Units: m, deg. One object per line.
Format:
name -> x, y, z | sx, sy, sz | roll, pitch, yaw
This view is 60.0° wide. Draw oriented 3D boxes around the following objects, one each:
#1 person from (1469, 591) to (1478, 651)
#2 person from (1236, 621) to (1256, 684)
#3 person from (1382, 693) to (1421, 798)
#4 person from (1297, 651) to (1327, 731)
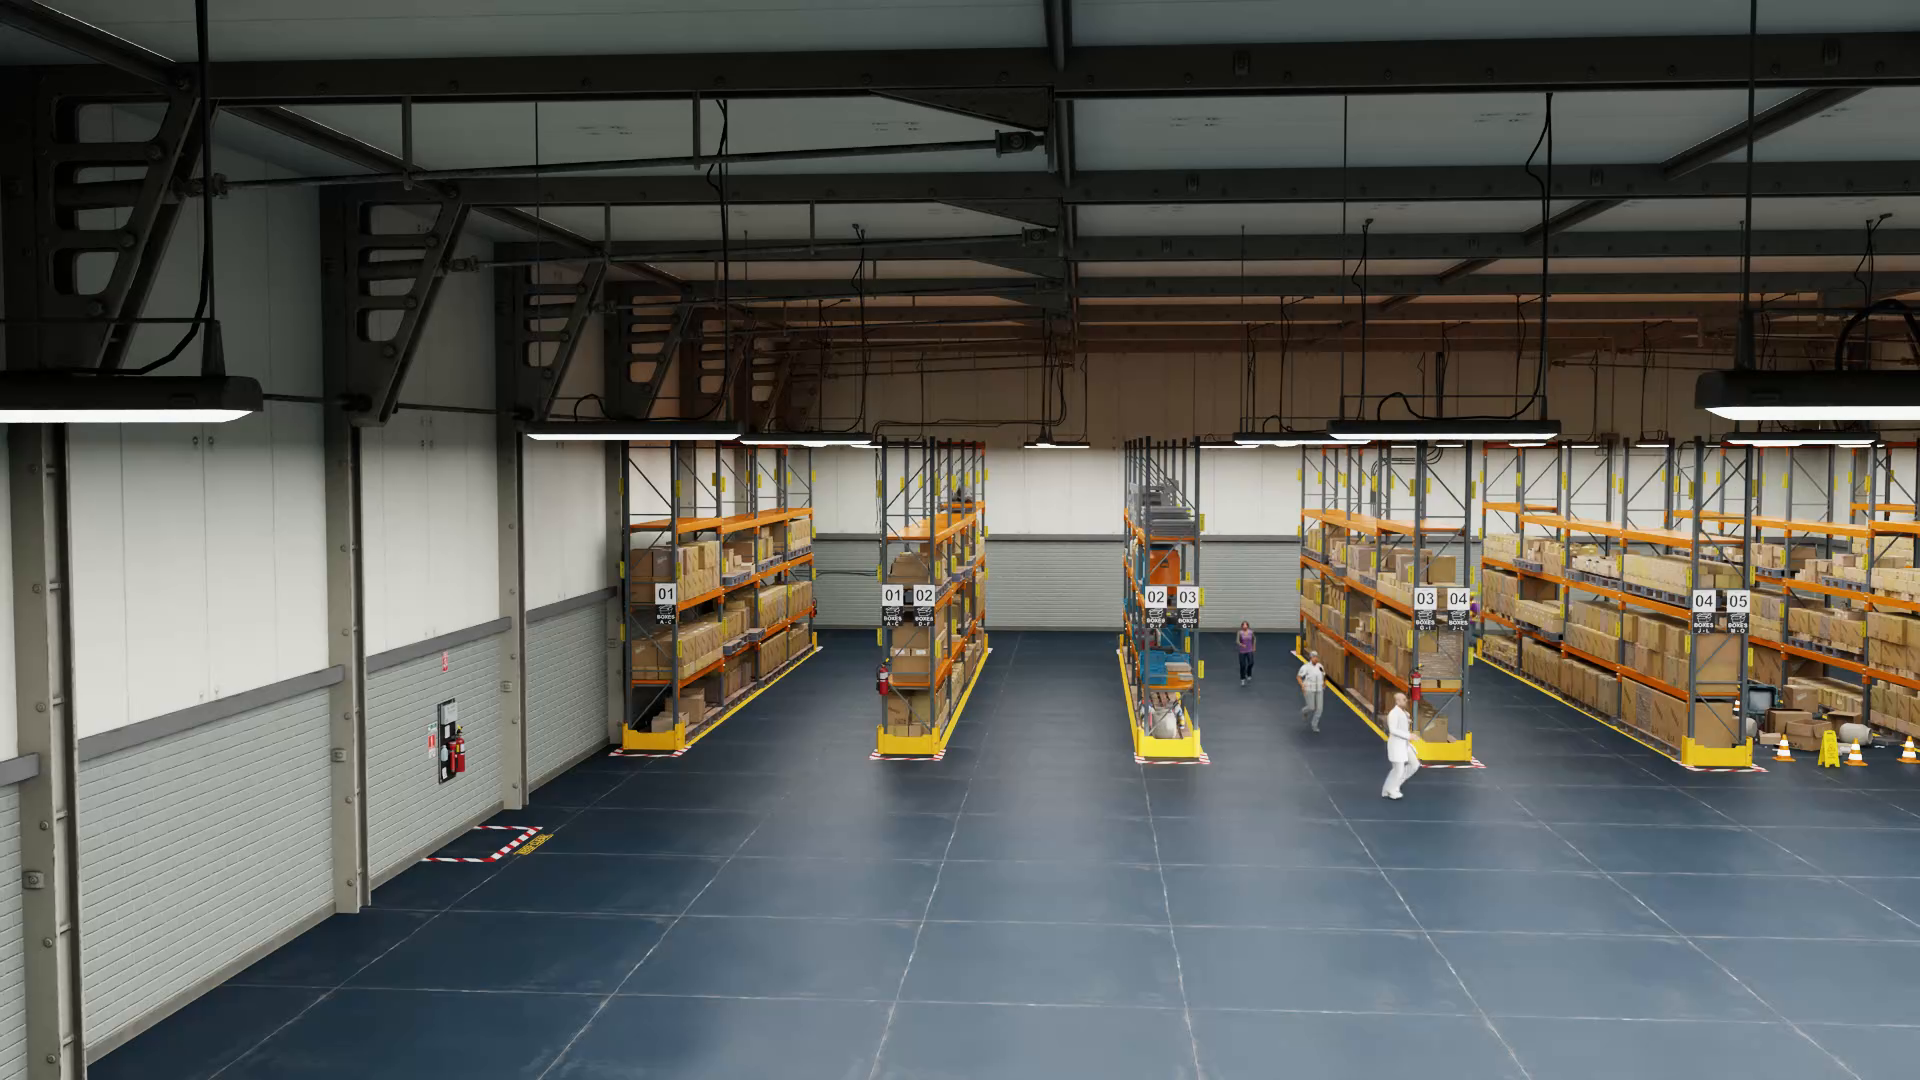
person -> 14.514, 2.318, 47.415 | 0.635, 1.745, 0.719 | 0, 3, -2
person -> 6.992, 2.757, 40.591 | 0.518, 1.570, 0.637 | 0, 3, 3
person -> 7.275, 3.382, 27.317 | 0.680, 1.756, 0.747 | 2, 4, 38
person -> 7.249, 3.093, 34.154 | 0.618, 1.626, 0.553 | -1, 3, -11
